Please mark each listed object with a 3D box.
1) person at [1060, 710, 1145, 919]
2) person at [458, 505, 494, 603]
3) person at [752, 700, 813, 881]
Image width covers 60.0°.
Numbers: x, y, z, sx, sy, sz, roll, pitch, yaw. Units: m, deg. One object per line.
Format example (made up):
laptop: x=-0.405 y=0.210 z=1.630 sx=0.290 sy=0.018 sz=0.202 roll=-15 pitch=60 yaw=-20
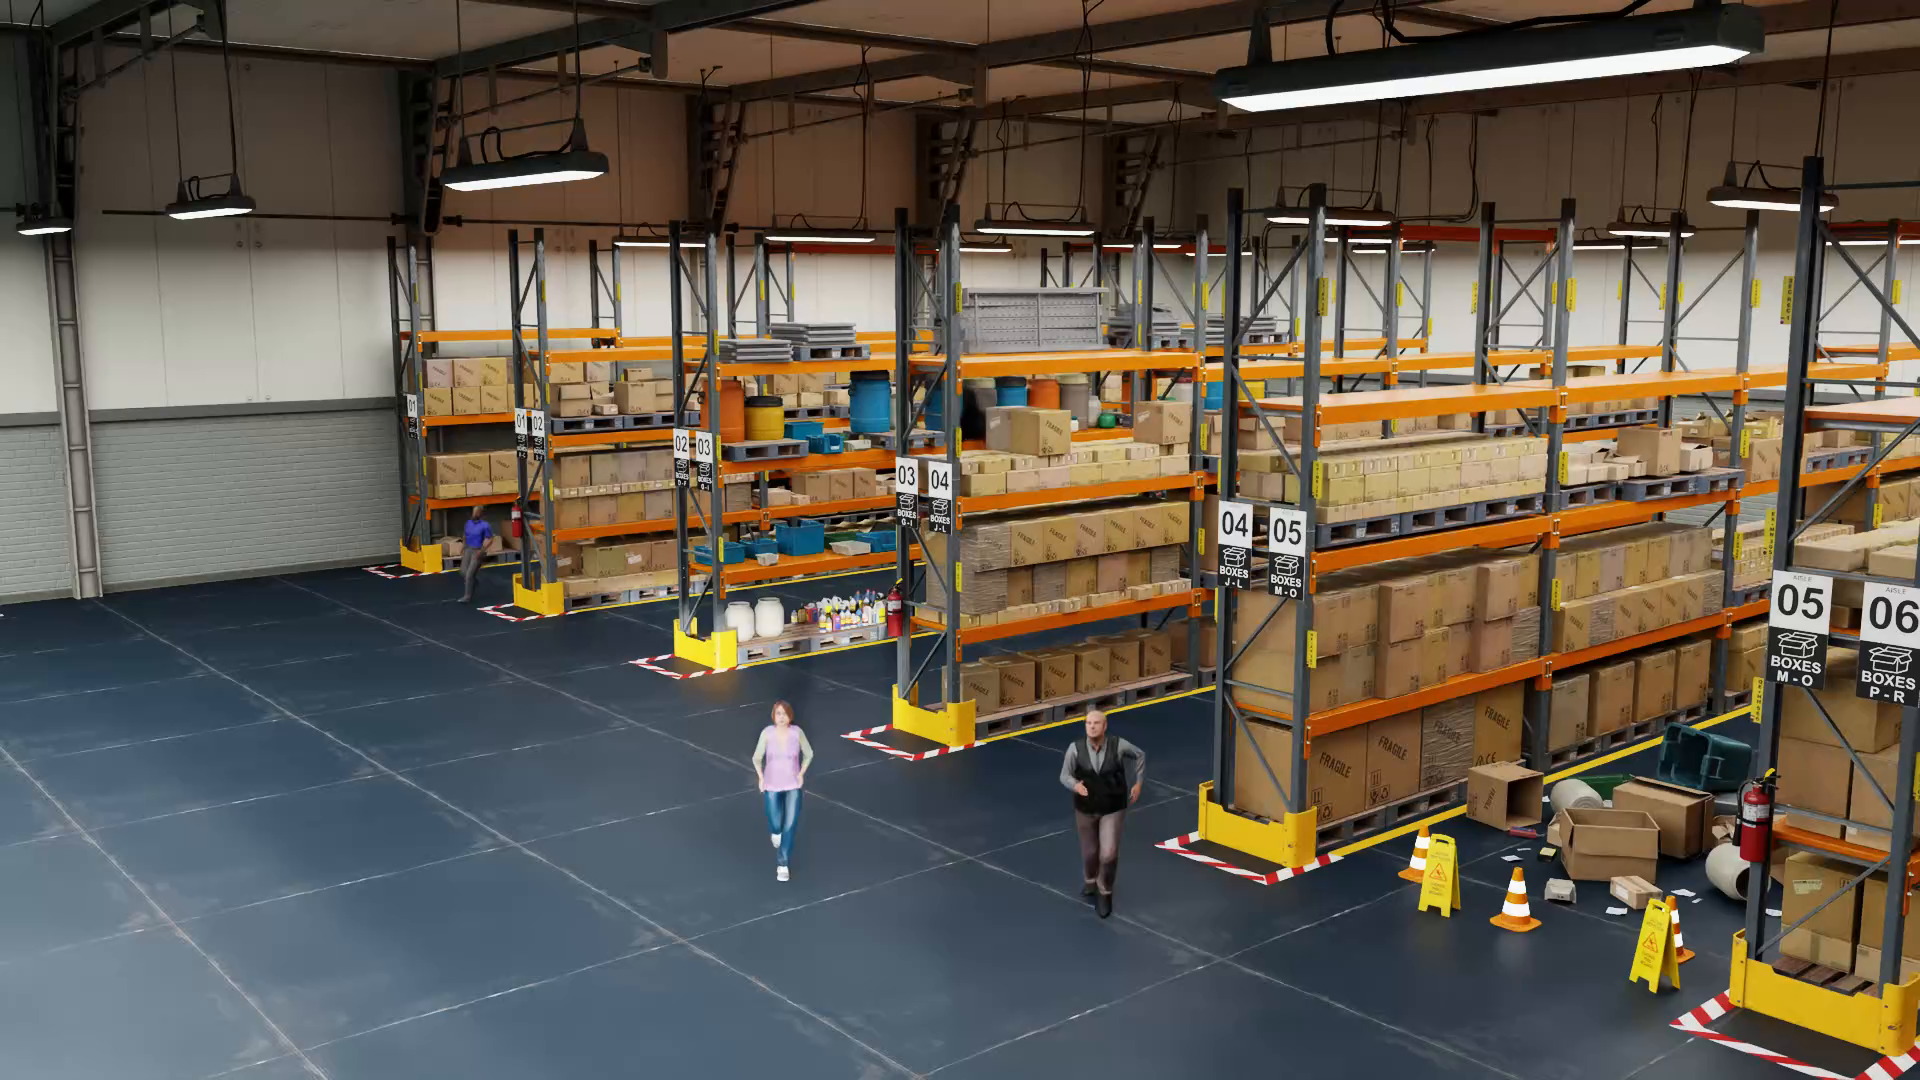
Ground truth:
person: x=1.158 y=2.235 z=13.665 sx=0.661 sy=1.723 sz=0.861 roll=2 pitch=9 yaw=14
person: x=-7.891 y=0.214 z=27.147 sx=0.656 sy=1.595 sz=0.554 roll=3 pitch=9 yaw=16
person: x=-1.556 y=2.170 z=14.663 sx=0.536 sy=1.564 sz=0.618 roll=-1 pitch=9 yaw=-7
